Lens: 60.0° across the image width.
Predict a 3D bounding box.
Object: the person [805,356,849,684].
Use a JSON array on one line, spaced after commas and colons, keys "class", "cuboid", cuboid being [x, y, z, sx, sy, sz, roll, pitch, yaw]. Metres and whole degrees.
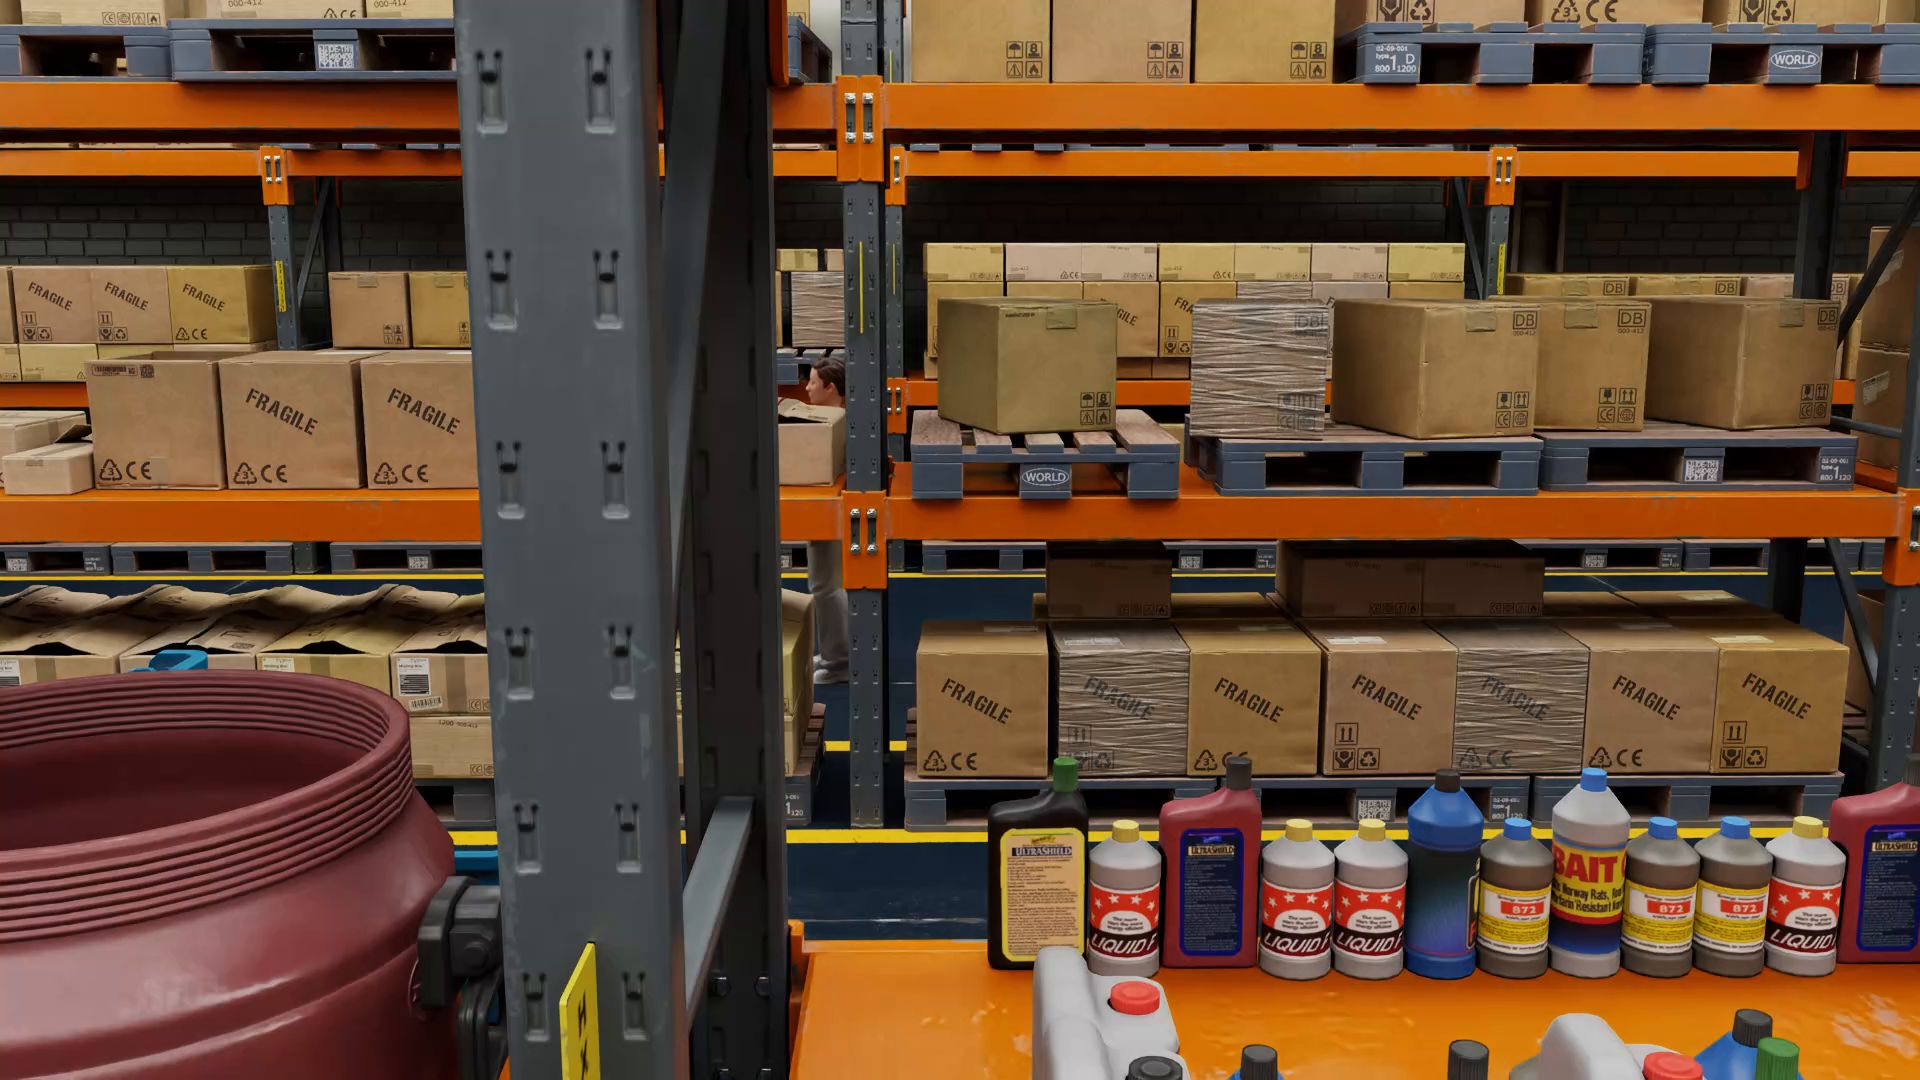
[{"class": "person", "cuboid": [-0.664, -0.105, 8.530, 0.363, 1.678, 0.438, 0, 10, 0]}]
